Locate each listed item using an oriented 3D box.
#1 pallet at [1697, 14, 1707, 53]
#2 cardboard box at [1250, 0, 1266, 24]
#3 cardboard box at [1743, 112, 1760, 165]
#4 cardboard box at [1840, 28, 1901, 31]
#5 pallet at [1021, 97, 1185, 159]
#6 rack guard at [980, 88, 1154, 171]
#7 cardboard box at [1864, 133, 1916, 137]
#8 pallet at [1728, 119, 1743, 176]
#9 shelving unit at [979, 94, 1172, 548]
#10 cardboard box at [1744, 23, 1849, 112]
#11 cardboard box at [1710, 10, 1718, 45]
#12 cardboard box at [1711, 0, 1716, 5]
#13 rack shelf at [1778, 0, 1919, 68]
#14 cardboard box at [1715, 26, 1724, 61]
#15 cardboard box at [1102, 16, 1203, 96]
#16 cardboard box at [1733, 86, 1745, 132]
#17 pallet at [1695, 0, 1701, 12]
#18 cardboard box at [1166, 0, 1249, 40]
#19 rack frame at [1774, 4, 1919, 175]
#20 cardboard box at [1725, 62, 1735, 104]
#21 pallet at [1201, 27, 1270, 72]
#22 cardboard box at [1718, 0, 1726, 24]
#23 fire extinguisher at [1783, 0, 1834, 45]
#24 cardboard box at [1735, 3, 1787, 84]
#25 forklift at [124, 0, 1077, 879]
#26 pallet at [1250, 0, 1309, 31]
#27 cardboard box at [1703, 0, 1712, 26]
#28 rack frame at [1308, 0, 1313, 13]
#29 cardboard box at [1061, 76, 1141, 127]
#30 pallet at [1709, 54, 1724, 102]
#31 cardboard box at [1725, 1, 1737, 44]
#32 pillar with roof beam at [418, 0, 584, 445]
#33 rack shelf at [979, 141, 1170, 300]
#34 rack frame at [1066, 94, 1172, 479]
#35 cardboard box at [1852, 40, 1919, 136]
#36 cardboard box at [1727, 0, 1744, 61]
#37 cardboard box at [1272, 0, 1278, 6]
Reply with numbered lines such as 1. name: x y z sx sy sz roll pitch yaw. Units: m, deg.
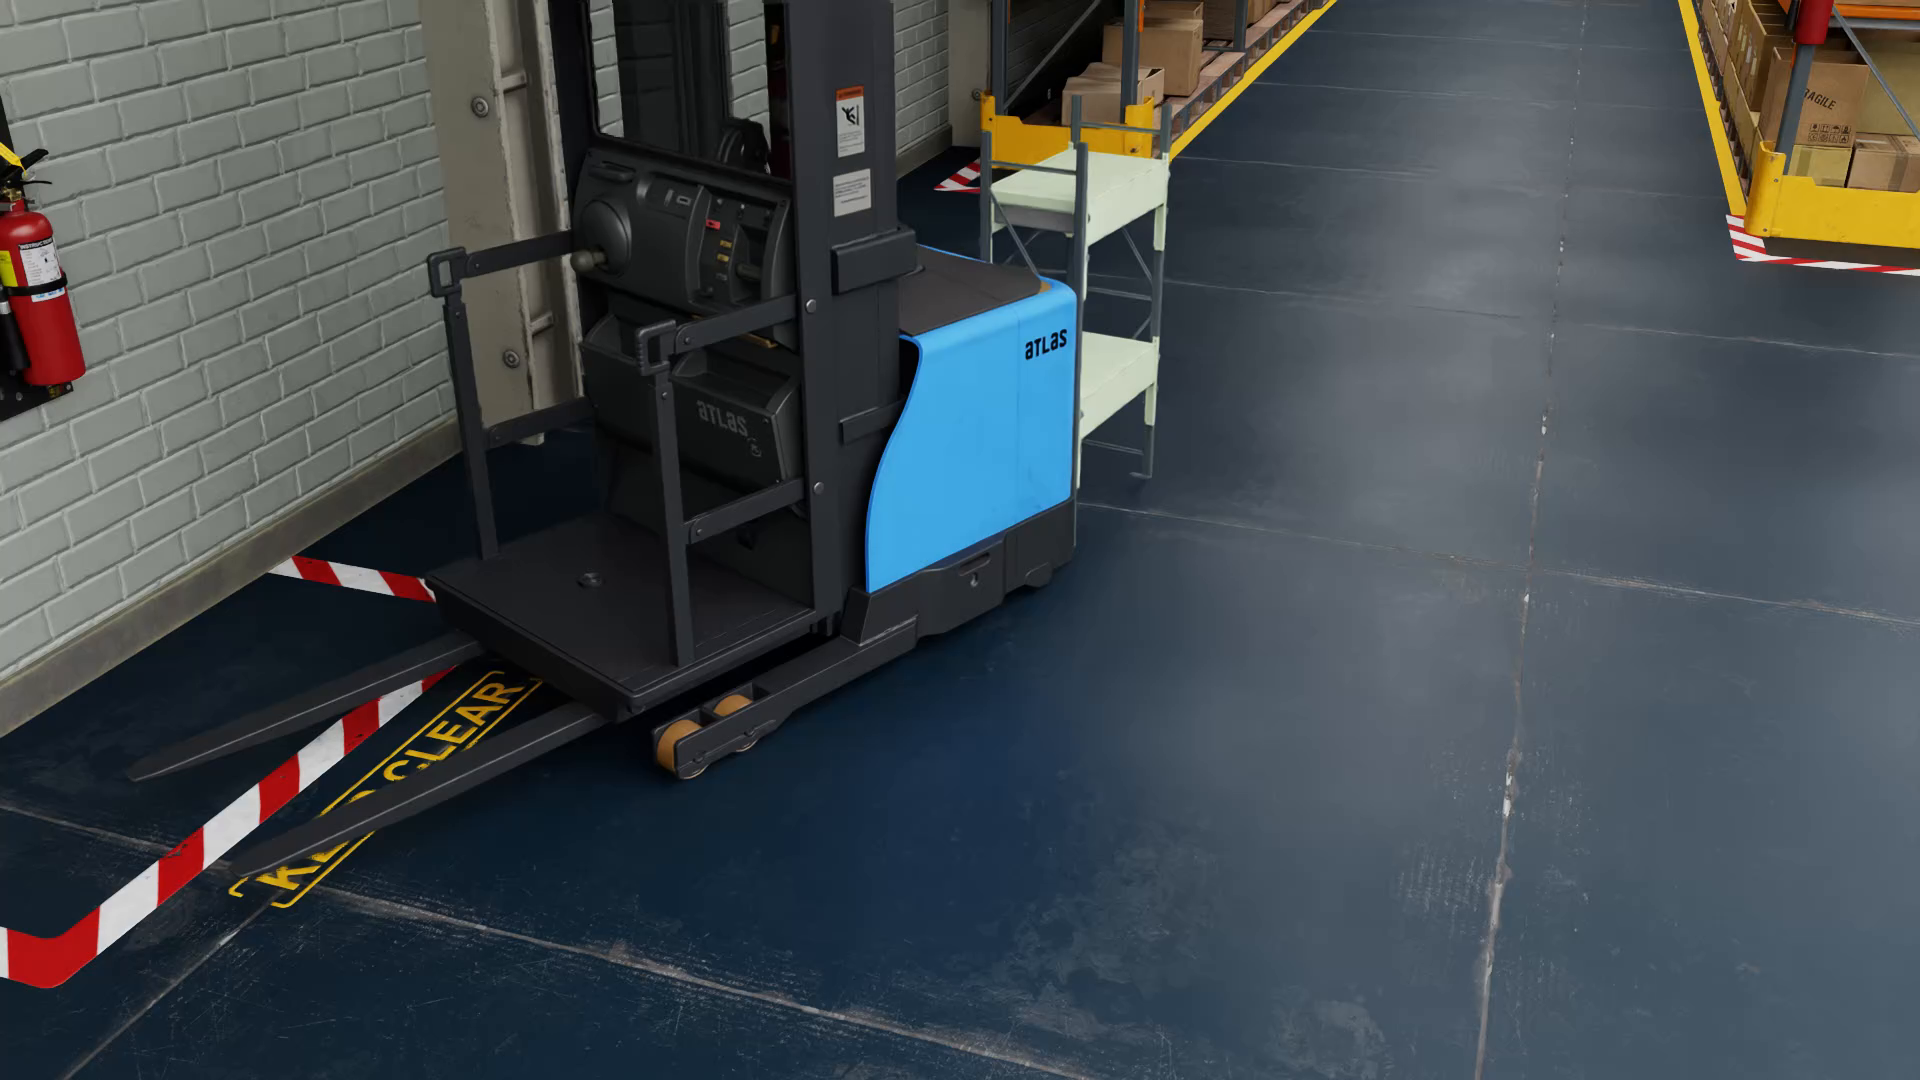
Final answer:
1. pallet: 7.727 -4.891 16.110 1.003 0.211 1.213 9 27 17
2. cardboard box: 2.596 -5.353 16.228 0.700 0.500 0.500 9 27 18
3. cardboard box: 5.430 -2.613 10.879 0.500 0.250 0.500 9 27 17
4. cardboard box: 6.265 -3.284 11.404 0.500 0.500 0.500 9 27 17
5. pallet: 1.032 -3.013 12.231 1.003 0.211 1.213 9 27 17
6. rack guard: 0.728 -2.814 11.489 1.175 0.500 0.348 9 27 17
7. cardboard box: 5.927 -2.537 10.721 0.500 0.250 0.500 9 27 17
8. pallet: 5.998 -2.756 11.701 1.003 0.211 1.213 9 27 17
9. shelving unit: 0.426 -0.827 6.238 0.431 1.500 0.755 13 29 26
10. cardboard box: 5.592 -3.157 11.141 0.500 0.500 0.500 9 27 17
11. cardboard box: 7.082 -4.626 15.035 0.500 0.250 0.500 9 27 18
12. cardboard box: 7.248 -5.084 15.338 0.500 0.311 0.500 8 27 16
13. rack shelf: 6.041 -3.689 11.254 1.077 0.370 4.000 9 27 17
14. cardboard box: 6.741 -4.207 14.170 0.500 0.250 0.500 8 27 17
15. cardboard box: 1.499 -3.781 12.980 0.700 0.500 0.500 7 27 14
16. cardboard box: 5.763 -3.024 11.727 0.500 0.250 0.500 9 27 17
17. pallet: 8.729 -6.025 18.451 1.003 0.211 1.213 9 27 17
18. cardboard box: 2.263 -4.930 15.353 0.700 0.500 0.500 10 27 19
19. rack frame: 5.376 -3.191 9.399 1.000 3.000 0.127 9 27 17
20. cardboard box: 6.095 -3.435 12.576 0.500 0.250 0.500 9 27 17
21. pallet: 2.292 -4.617 15.544 1.003 0.211 1.213 9 27 17
22. cardboard box: 6.907 -4.666 14.476 0.500 0.311 0.500 9 27 17
23. fire extinguisher: 4.898 -3.175 9.455 0.296 0.674 0.183 9 27 17
24. cardboard box: 5.924 -3.568 11.990 0.500 0.500 0.500 9 27 17
25. forklift: -0.965 -0.879 4.702 1.130 2.935 3.031 22 34 38
26. pallet: 3.104 -5.620 17.615 1.003 0.211 1.213 9 27 17
27. cardboard box: 7.420 -5.051 15.914 0.500 0.250 0.500 8 27 16
28. rack frame: 3.365 -7.196 17.670 1.000 3.000 0.127 9 27 17
29. cardboard box: 1.018 -3.167 11.930 0.500 0.311 0.500 6 26 12
30. pallet: 6.915 -3.889 14.039 1.003 0.211 1.213 9 27 17
31. cardboard box: 6.571 -4.247 13.609 0.500 0.311 0.500 9 27 17
32. pillar with roof beam: 2.183 -3.931 4.044 9.100 9.000 0.400 9 27 17
33. rack shelf: 0.426 -1.179 6.068 0.431 0.370 0.720 13 29 26
34. rack frame: 0.602 -0.967 6.527 0.400 1.500 0.023 13 29 26
35. cardboard box: 5.928 -2.874 10.557 0.500 0.500 0.500 9 27 17
36. cardboard box: 6.257 -3.979 12.839 0.500 0.500 0.500 9 27 17
37. cardboard box: 2.894 -5.770 17.090 0.700 0.500 0.500 9 27 17
